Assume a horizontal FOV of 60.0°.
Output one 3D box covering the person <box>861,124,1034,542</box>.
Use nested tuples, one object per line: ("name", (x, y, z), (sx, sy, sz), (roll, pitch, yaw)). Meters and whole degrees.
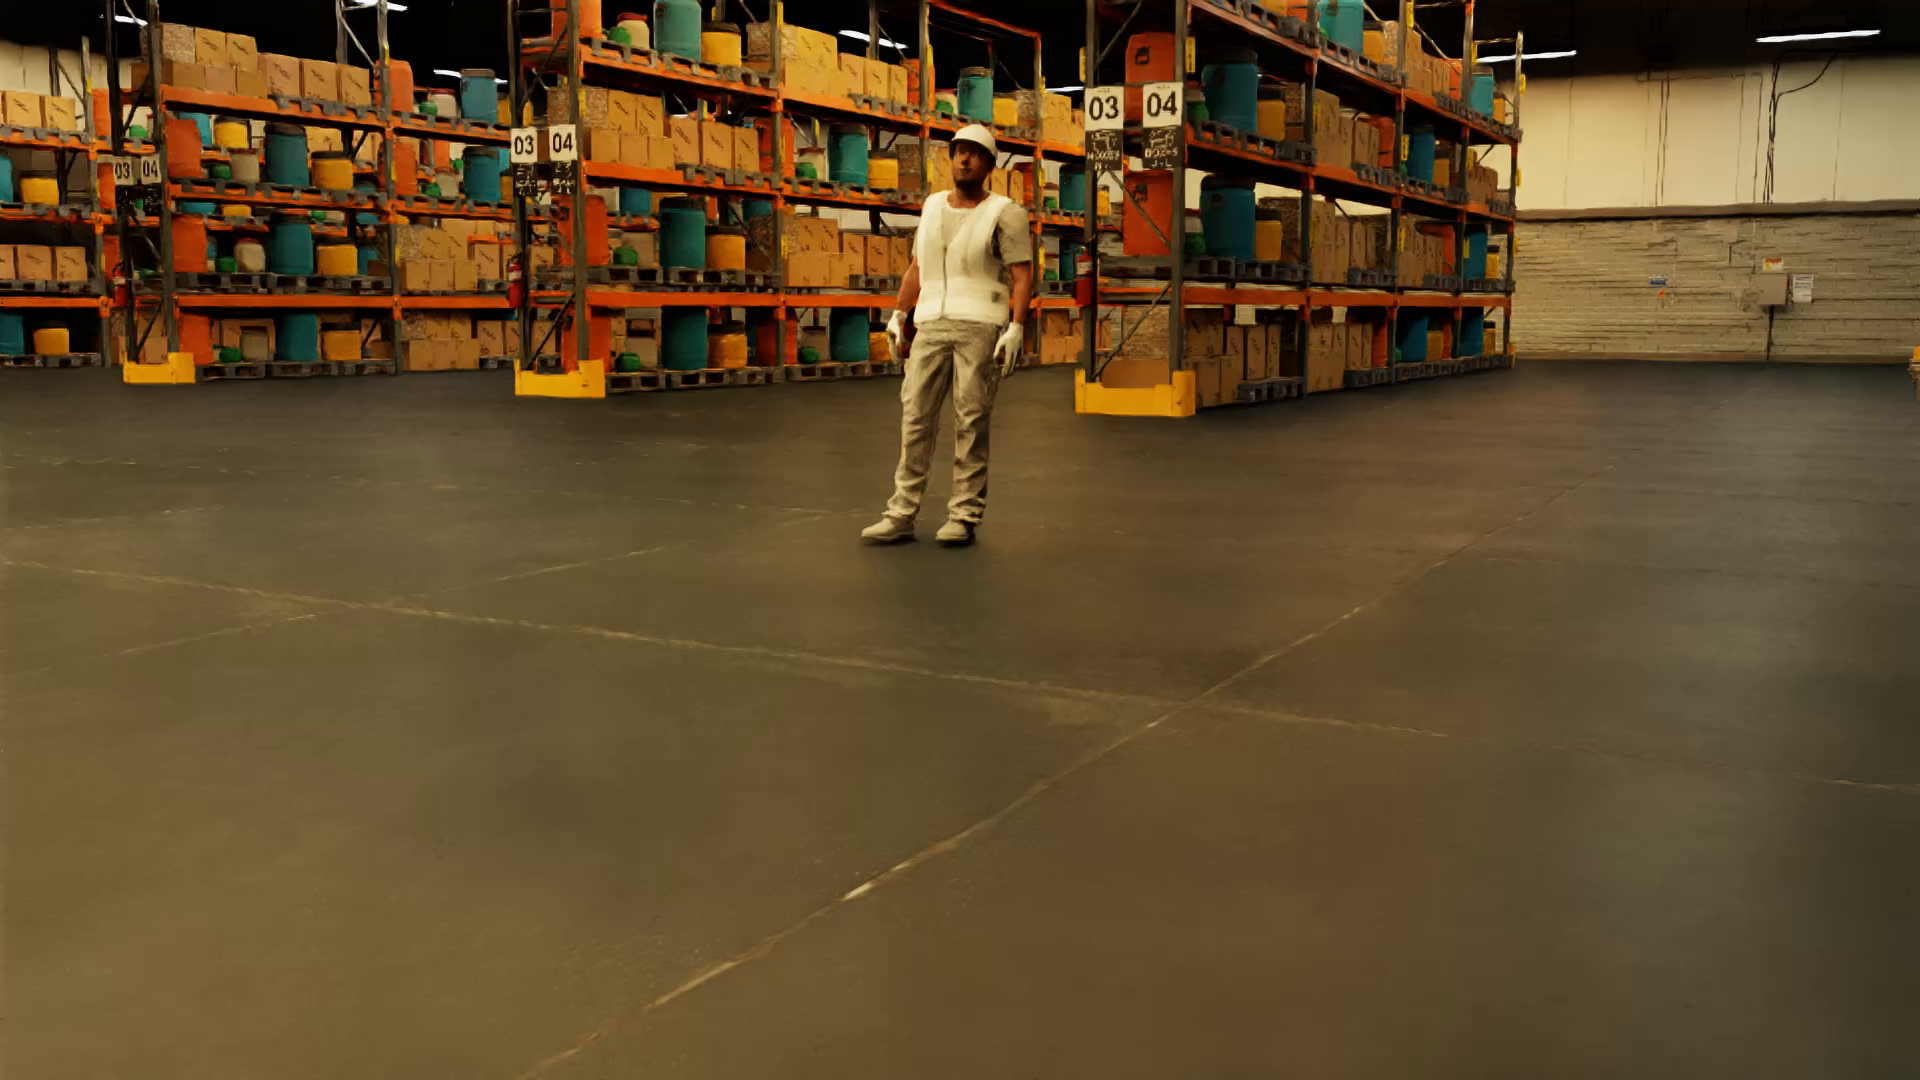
("person", (-0.042, -0.882, 7.132), (0.655, 1.782, 0.576), (4, 9, 29))
